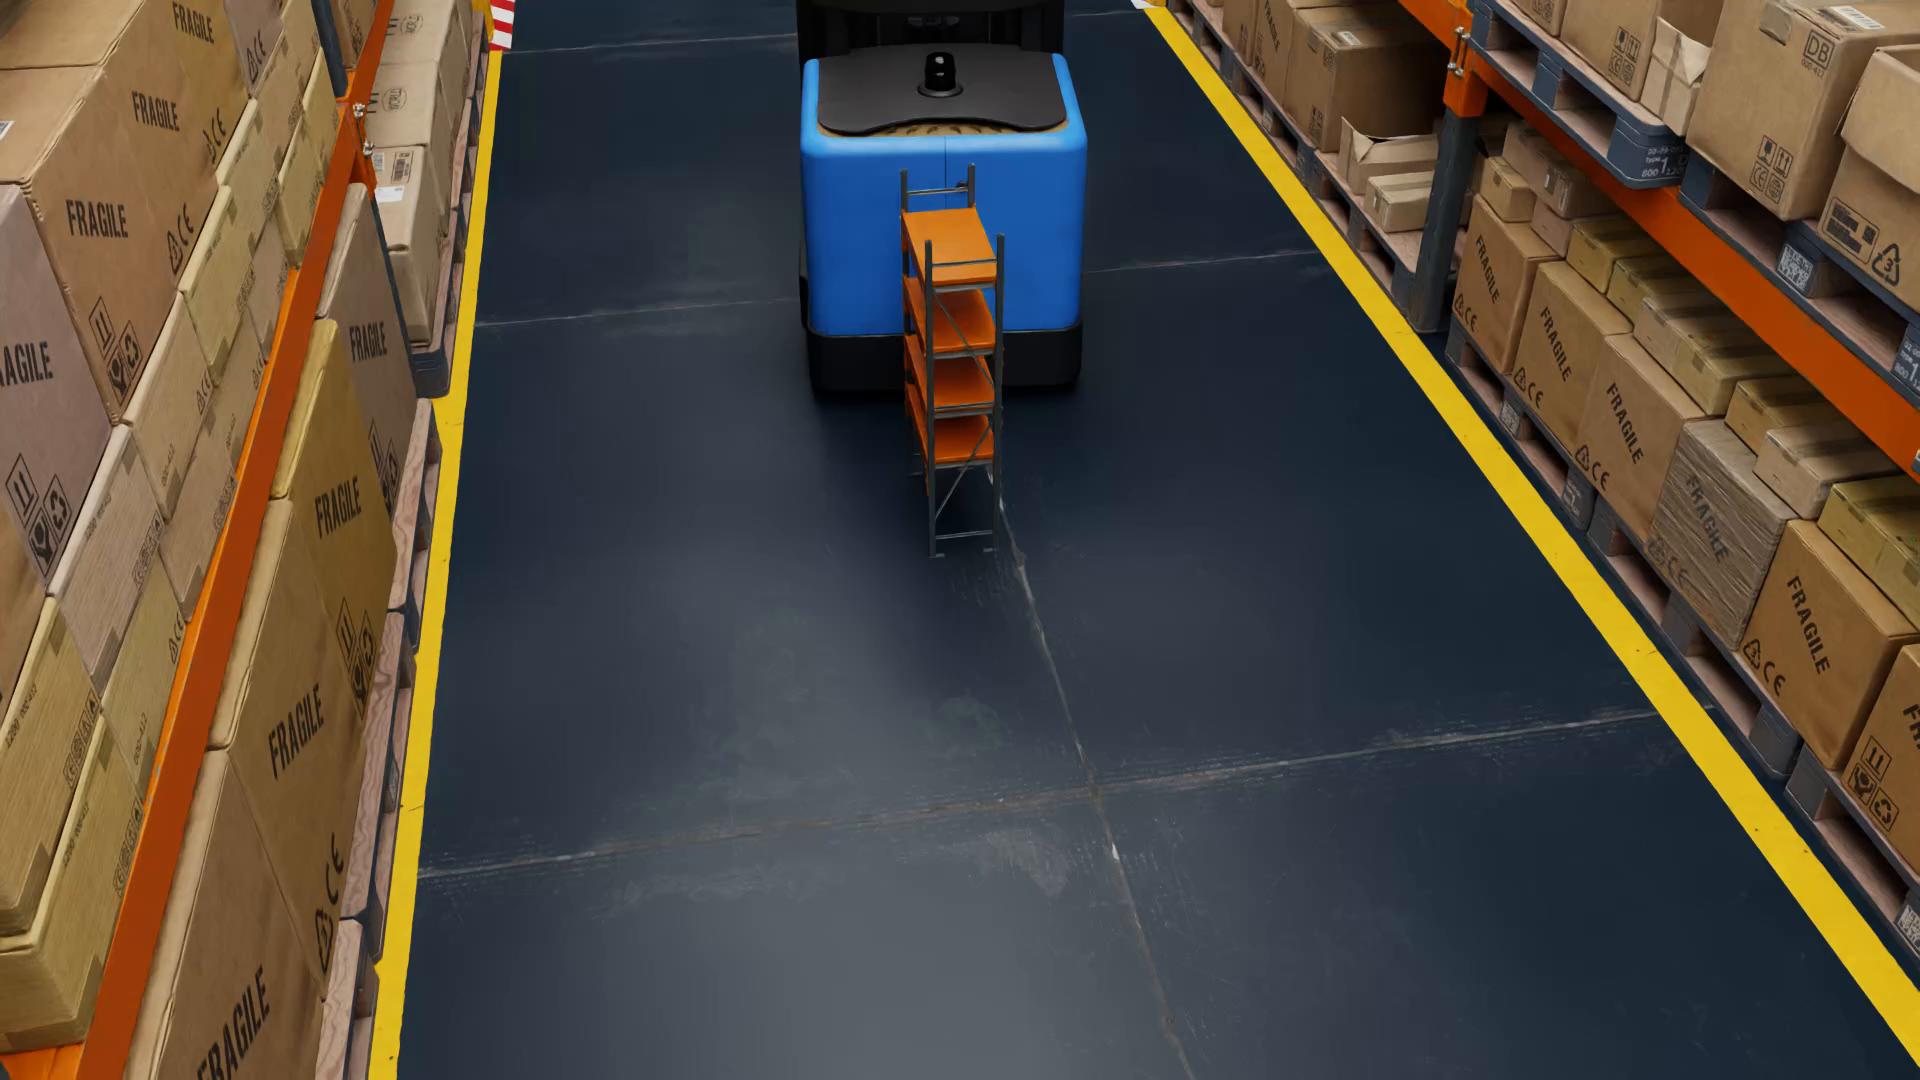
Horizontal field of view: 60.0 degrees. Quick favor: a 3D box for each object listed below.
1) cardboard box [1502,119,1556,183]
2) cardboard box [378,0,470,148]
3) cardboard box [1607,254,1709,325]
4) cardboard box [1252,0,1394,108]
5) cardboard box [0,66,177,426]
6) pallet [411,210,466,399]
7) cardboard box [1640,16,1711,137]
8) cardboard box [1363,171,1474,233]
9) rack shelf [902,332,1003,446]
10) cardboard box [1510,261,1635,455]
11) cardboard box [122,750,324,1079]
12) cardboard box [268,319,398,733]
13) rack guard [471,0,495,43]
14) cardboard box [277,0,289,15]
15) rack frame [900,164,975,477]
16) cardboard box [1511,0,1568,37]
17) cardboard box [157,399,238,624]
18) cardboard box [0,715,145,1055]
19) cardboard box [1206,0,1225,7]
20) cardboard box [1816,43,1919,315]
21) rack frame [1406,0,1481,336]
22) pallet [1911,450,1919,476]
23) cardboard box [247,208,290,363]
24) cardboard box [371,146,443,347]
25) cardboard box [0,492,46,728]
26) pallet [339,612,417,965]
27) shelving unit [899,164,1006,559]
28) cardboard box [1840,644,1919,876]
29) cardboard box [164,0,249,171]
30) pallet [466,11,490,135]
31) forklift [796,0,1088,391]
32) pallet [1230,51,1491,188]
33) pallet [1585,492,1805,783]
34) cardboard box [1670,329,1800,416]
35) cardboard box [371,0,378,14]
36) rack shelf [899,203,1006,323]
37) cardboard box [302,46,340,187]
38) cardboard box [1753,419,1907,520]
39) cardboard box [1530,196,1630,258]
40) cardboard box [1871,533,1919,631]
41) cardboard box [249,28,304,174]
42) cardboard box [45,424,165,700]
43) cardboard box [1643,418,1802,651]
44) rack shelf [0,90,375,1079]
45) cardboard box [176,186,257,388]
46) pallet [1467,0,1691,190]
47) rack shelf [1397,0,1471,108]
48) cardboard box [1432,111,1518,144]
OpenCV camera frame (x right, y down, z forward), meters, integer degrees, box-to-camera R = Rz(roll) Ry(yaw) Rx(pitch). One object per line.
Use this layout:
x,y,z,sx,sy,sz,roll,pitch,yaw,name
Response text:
2.220,-1.430,6.070,0.380,0.149,0.250,-7,38,-9,cardboard box
-2.845,-2.211,7.897,0.875,0.438,0.875,-5,38,-7,cardboard box
2.403,-0.829,5.539,0.380,0.149,0.250,-7,38,-9,cardboard box
1.778,-2.481,8.194,0.500,0.500,0.500,-6,38,-7,cardboard box
-1.843,-0.536,3.098,0.500,0.500,0.500,-5,38,-7,cardboard box
-2.583,-0.947,6.797,1.003,0.211,1.213,-6,38,-8,pallet
2.225,-1.349,4.809,0.396,0.266,0.258,-4,38,-6,cardboard box
1.973,-1.462,7.168,0.380,0.149,0.250,-7,38,-9,cardboard box
-0.029,-0.521,5.552,0.258,0.148,0.480,-6,38,-8,rack shelf
2.326,-0.658,5.848,0.500,0.500,0.500,-7,38,-9,cardboard box
-1.865,1.083,3.301,0.875,0.875,0.875,-7,38,-8,cardboard box
-2.173,0.003,4.690,0.875,0.875,0.875,-5,38,-7,cardboard box
-3.232,-3.024,9.235,1.175,0.500,0.348,-6,38,-8,rack guard
-2.201,-1.772,4.689,0.500,0.500,0.500,-5,38,-6,cardboard box
-0.072,-0.721,5.700,0.240,1.200,0.015,-6,38,-8,rack frame
2.224,-2.006,5.463,0.700,0.500,0.500,-5,38,-7,cardboard box
-1.857,-0.054,3.496,0.500,0.250,0.500,-5,38,-6,cardboard box
-1.663,0.572,2.691,0.500,0.250,0.500,-7,38,-9,cardboard box
1.672,-3.333,9.288,0.797,0.503,0.637,-8,38,-10,cardboard box
2.593,-0.873,4.003,0.797,0.503,0.637,-7,38,-9,cardboard box
2.360,-2.117,6.029,1.000,3.000,0.127,-6,38,-8,rack frame
2.873,-0.027,3.496,1.213,0.211,1.003,-6,38,-8,pallet
-2.042,-0.663,4.280,0.500,0.250,0.500,-7,38,-9,cardboard box
-2.531,-1.125,6.500,0.875,0.438,0.875,-7,38,-9,cardboard box
-1.671,0.077,2.309,0.500,0.500,0.500,-7,38,-9,cardboard box
-2.100,0.717,4.655,1.003,0.211,1.213,-6,38,-8,pallet
-0.029,-0.574,5.511,0.258,1.200,0.503,-6,38,-8,shelving unit
2.698,0.585,4.247,0.500,0.500,0.500,-7,38,-9,cardboard box
-2.033,-1.152,3.891,0.500,0.500,0.500,-5,38,-7,cardboard box
-3.011,-2.421,8.694,1.003,0.211,1.213,-6,38,-8,pallet
-0.135,-2.612,6.723,1.130,2.935,3.031,-2,38,-3,forklift
2.023,-2.169,8.370,1.003,0.211,1.213,-6,38,-8,pallet
2.757,0.210,5.307,1.003,0.211,1.213,-6,38,-8,pallet
2.451,-0.524,5.146,0.380,0.149,0.250,-5,38,-6,cardboard box
-2.435,-2.236,6.102,0.500,0.500,0.500,-6,38,-8,cardboard box
-0.029,-0.884,5.270,0.258,0.148,0.480,-6,38,-8,rack shelf
-2.200,-1.277,5.071,0.500,0.250,0.500,-7,38,-9,cardboard box
2.520,-0.210,4.742,0.380,0.149,0.250,-8,39,-10,cardboard box
2.285,-1.147,5.948,0.380,0.149,0.250,-7,38,-9,cardboard box
2.642,0.104,4.338,0.380,0.149,0.250,-5,38,-7,cardboard box
-2.115,-1.177,4.535,0.500,0.250,0.500,-5,38,-7,cardboard box
-1.760,0.052,2.952,0.500,0.250,0.500,-5,38,-7,cardboard box
2.494,-0.042,5.055,0.500,0.500,0.500,-8,38,-10,cardboard box
-2.176,-0.088,4.005,1.077,0.370,4.000,-6,38,-8,rack shelf
-1.912,-0.558,3.738,0.500,0.250,0.500,-6,38,-7,cardboard box
2.392,-1.546,5.452,1.003,0.211,1.213,-6,38,-8,pallet
2.009,-3.040,7.805,1.077,0.370,4.000,-6,38,-8,rack shelf
2.400,-1.843,7.659,0.380,0.149,0.250,-7,38,-9,cardboard box
